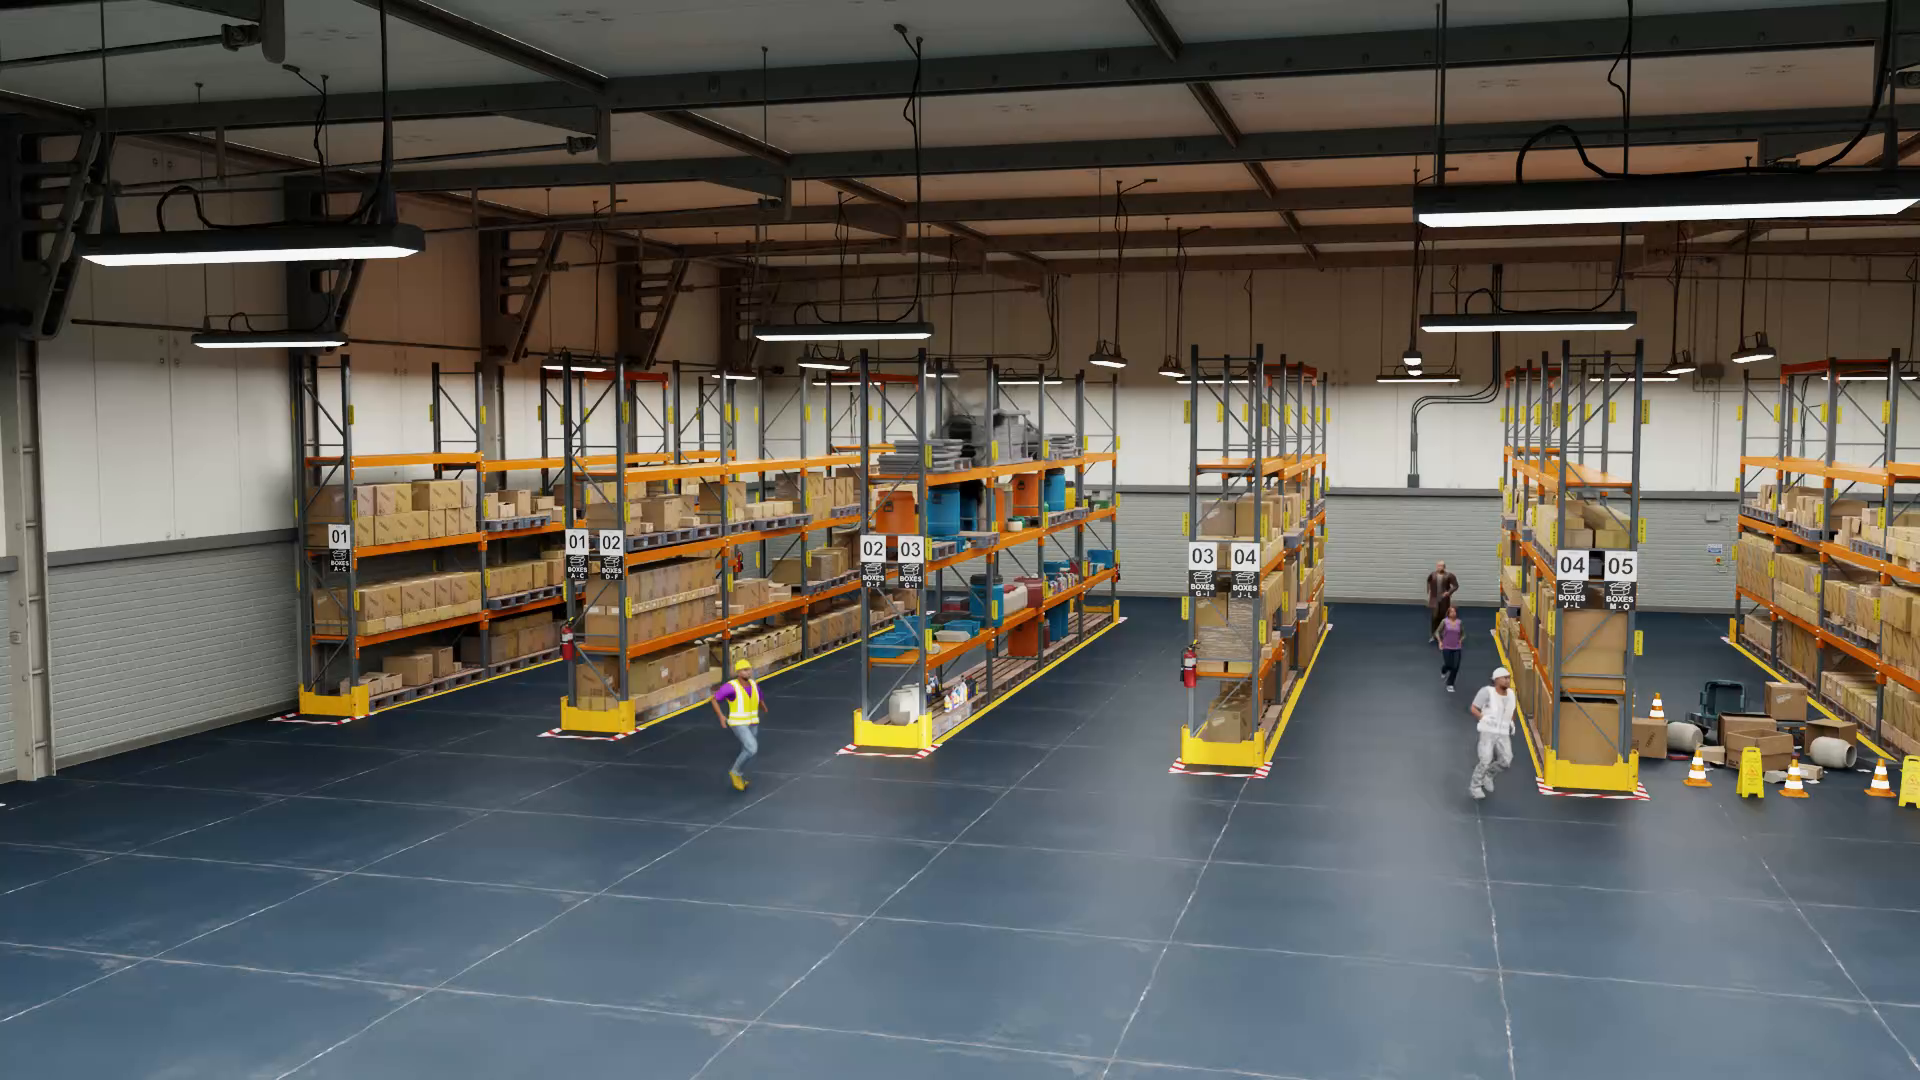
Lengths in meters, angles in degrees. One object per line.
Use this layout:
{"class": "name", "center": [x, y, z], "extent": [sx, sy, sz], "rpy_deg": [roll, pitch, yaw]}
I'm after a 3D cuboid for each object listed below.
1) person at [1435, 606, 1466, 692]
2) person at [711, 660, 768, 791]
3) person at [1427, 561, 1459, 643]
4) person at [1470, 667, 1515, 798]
{"class": "person", "center": [8.910, 1.972, 30.151], "extent": [0.536, 1.555, 0.544], "rpy_deg": [0, 4, 4]}
{"class": "person", "center": [-2.850, 2.463, 22.142], "extent": [0.667, 1.738, 0.684], "rpy_deg": [3, 6, 39]}
{"class": "person", "center": [10.677, 1.356, 36.841], "extent": [0.716, 1.785, 0.929], "rpy_deg": [2, 5, 25]}
{"class": "person", "center": [7.037, 2.521, 21.752], "extent": [0.683, 1.698, 0.534], "rpy_deg": [-1, 4, -10]}
